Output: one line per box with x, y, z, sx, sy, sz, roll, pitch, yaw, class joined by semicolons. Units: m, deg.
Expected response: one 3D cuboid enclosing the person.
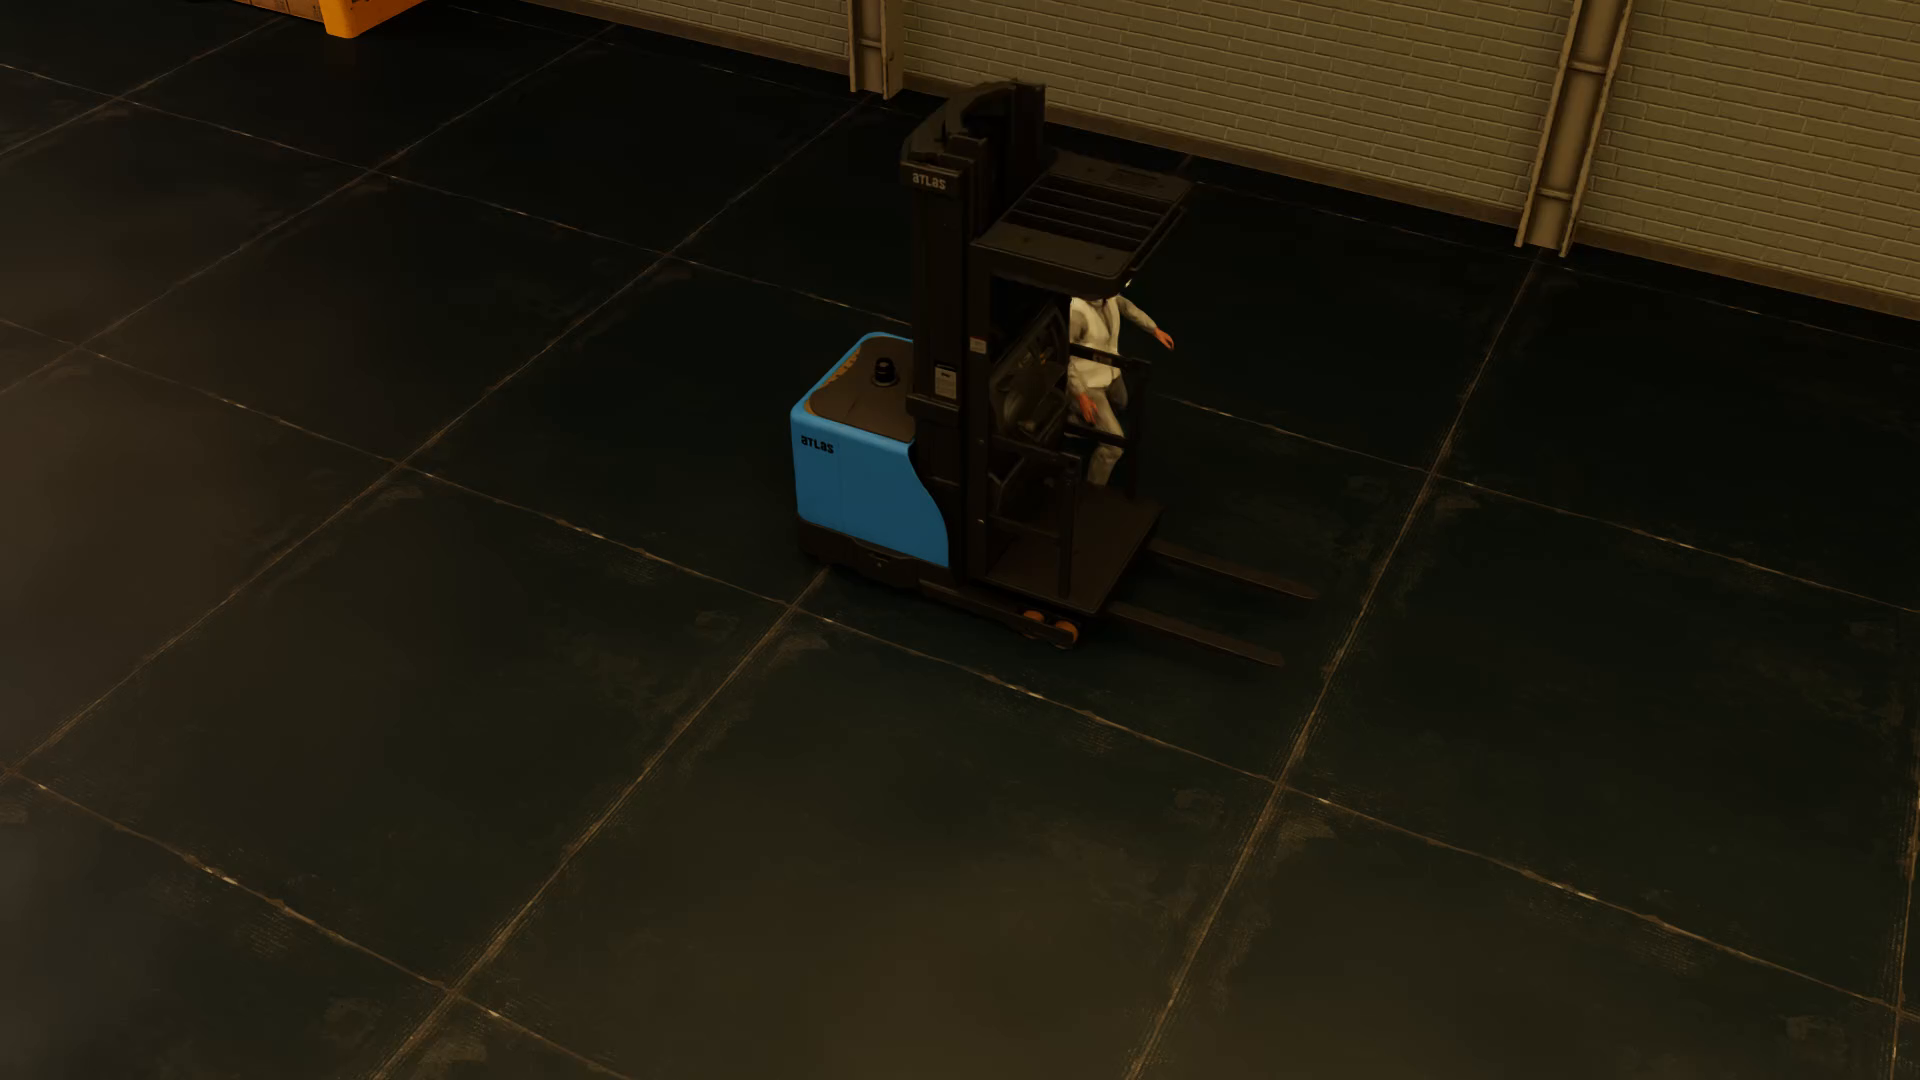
0.885;-1.042;10.277;0.811;1.655;0.981;23;45;25;person

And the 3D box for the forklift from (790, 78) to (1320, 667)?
0.565;-0.888;9.041;3.031;2.935;1.130;18;43;20;forklift
